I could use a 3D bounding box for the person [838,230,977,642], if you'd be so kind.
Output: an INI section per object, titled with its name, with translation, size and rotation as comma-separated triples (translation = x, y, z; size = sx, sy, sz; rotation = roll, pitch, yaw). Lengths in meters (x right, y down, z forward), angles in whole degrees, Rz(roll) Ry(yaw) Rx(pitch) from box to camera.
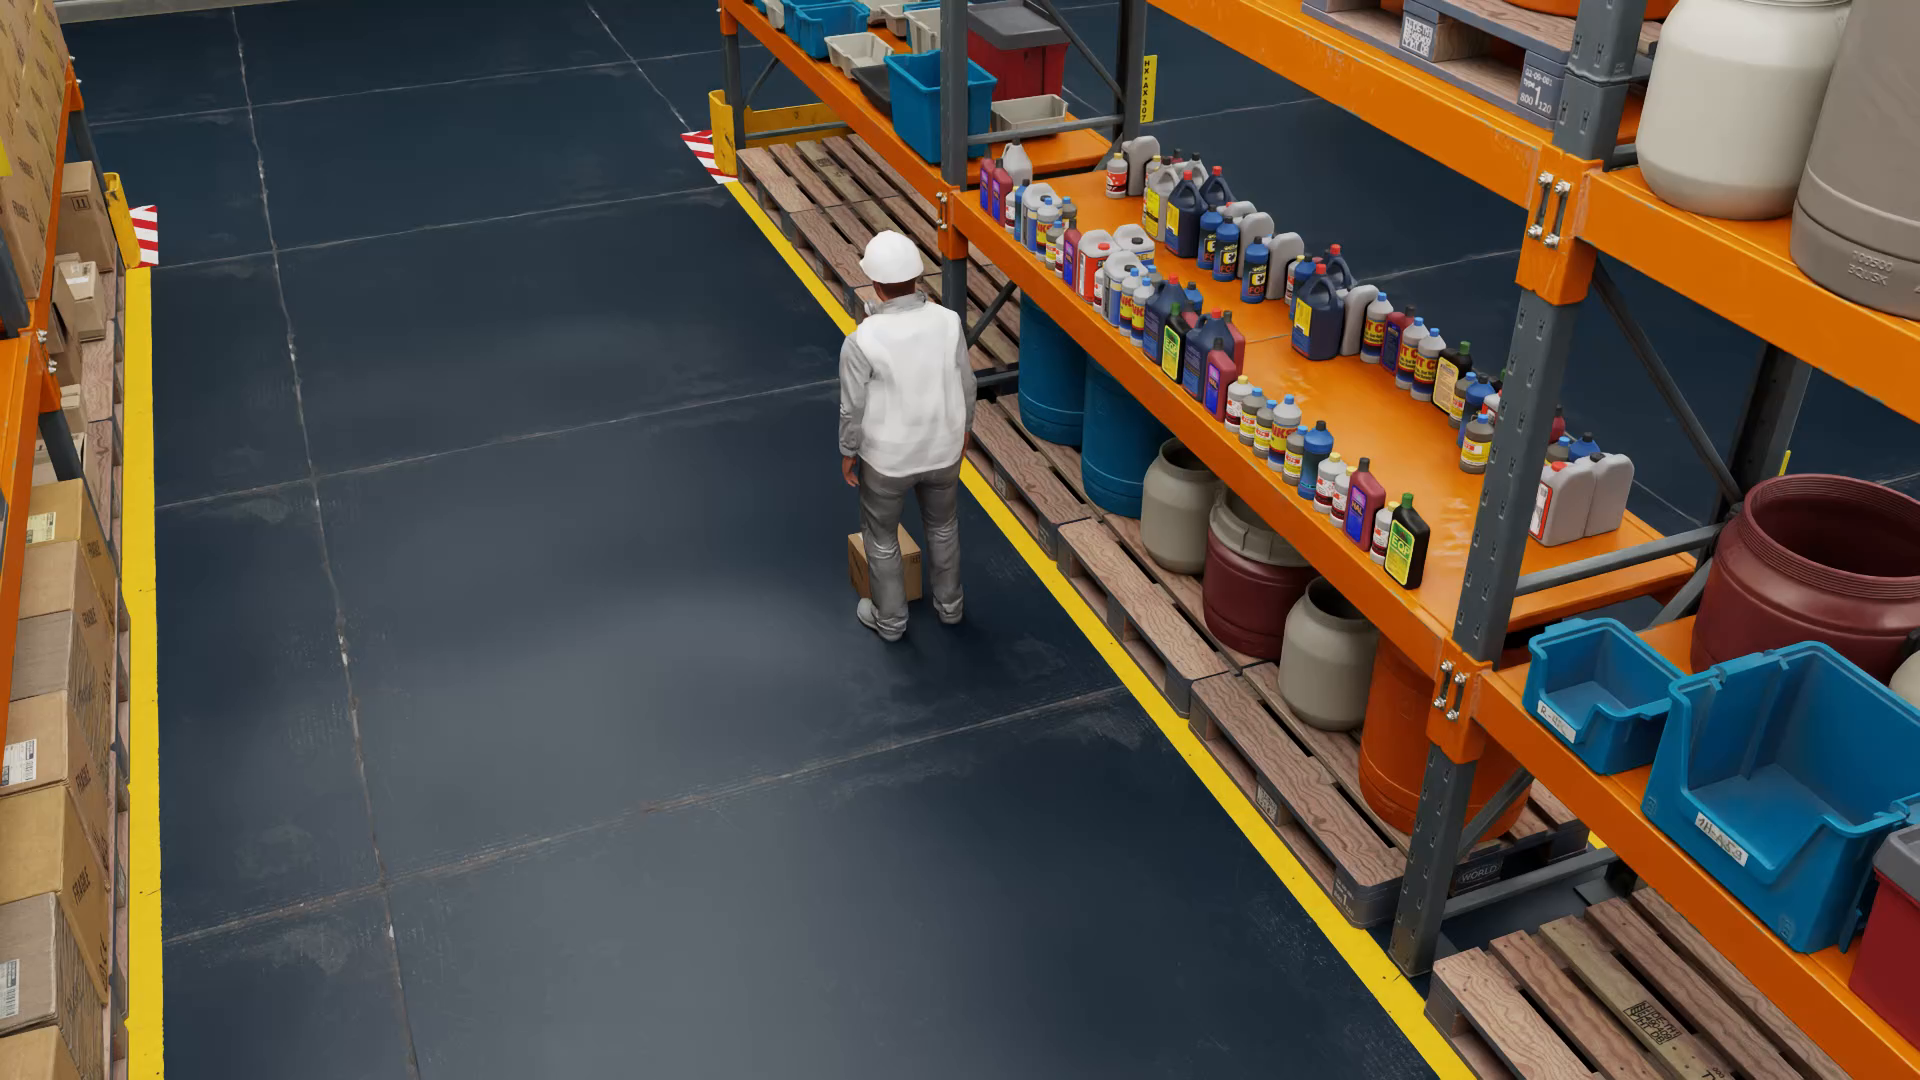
[person]
translation = -0.215, -0.389, 6.710
size = 0.578, 1.770, 0.463
rotation = -13, 36, -19
